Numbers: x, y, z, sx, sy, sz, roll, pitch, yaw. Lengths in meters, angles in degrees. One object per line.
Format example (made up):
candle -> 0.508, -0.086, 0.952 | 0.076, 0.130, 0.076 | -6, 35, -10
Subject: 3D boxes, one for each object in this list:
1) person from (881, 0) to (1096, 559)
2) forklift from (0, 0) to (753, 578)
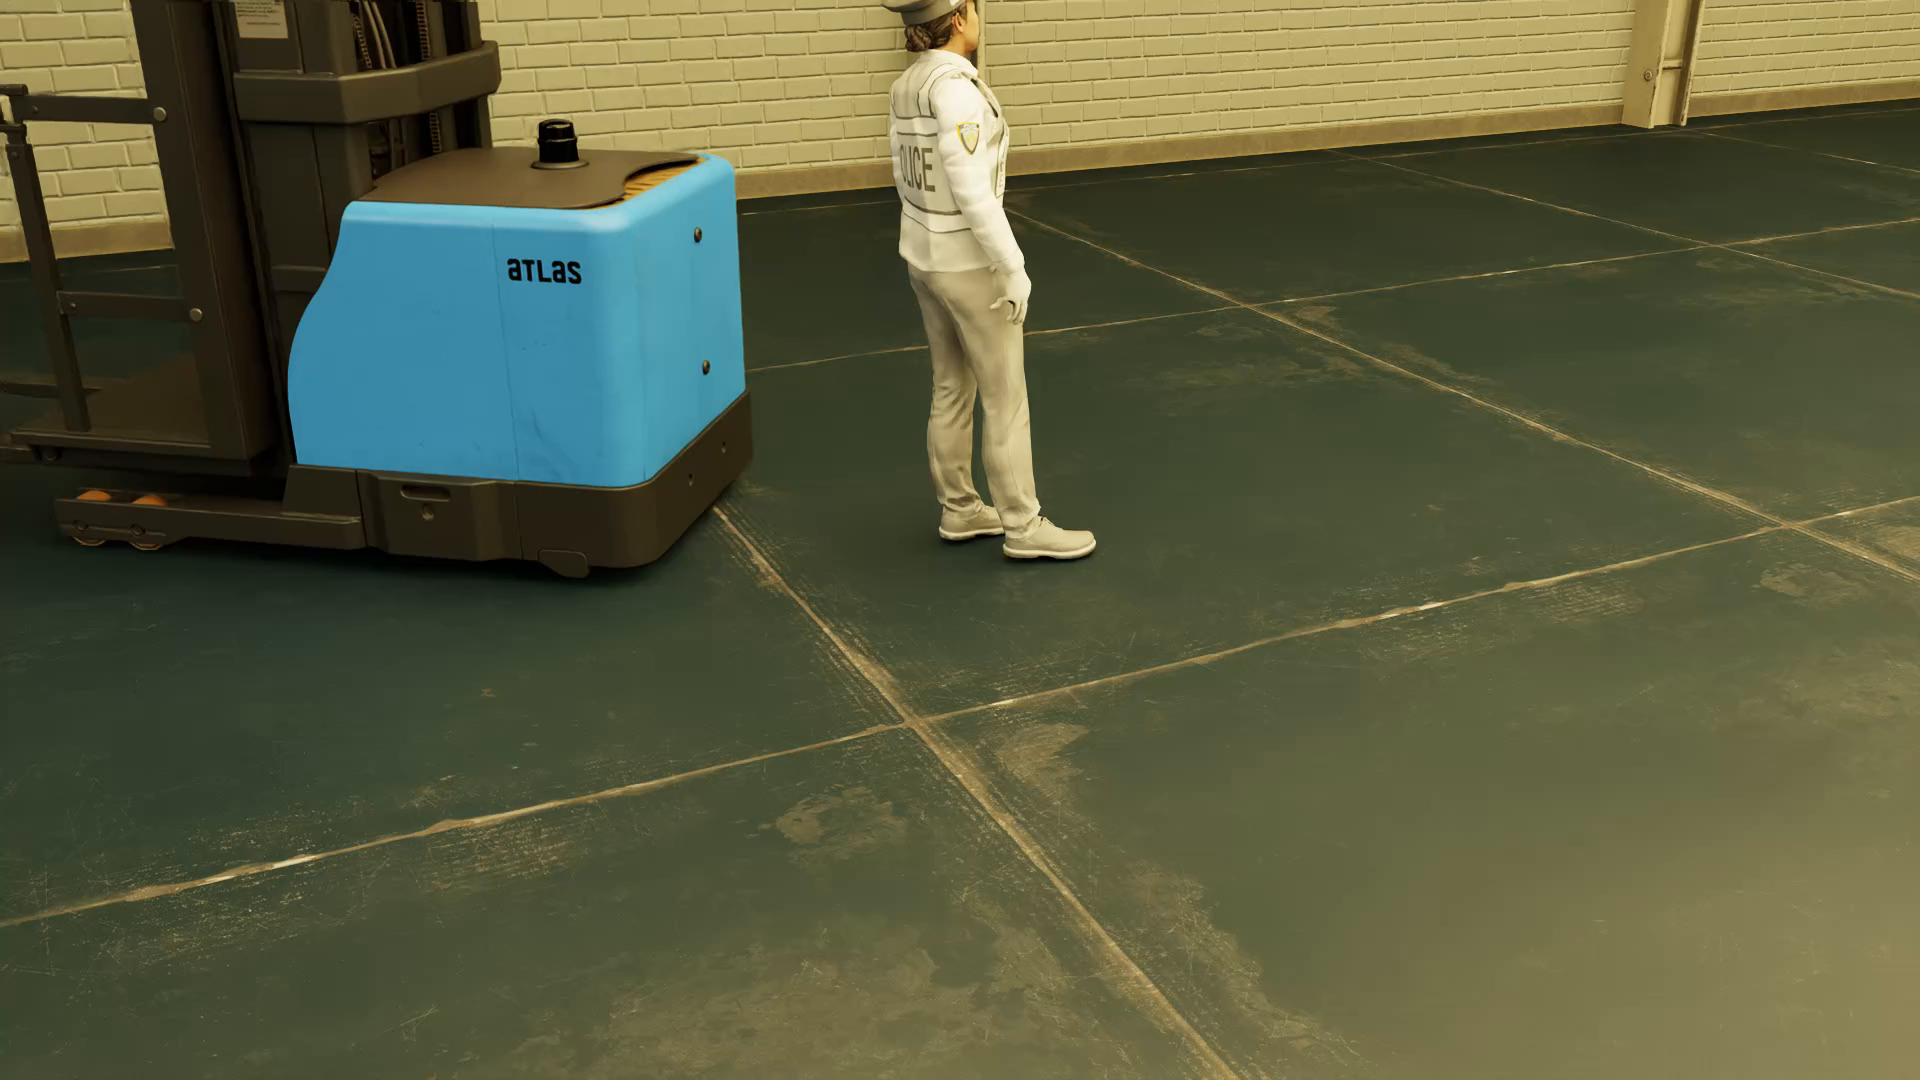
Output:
person -> 0.065, -0.798, 4.800 | 0.531, 1.694, 0.586 | -10, 25, -23
forklift -> -2.264, -1.513, 4.927 | 3.031, 2.935, 1.130 | 4, 23, 11
